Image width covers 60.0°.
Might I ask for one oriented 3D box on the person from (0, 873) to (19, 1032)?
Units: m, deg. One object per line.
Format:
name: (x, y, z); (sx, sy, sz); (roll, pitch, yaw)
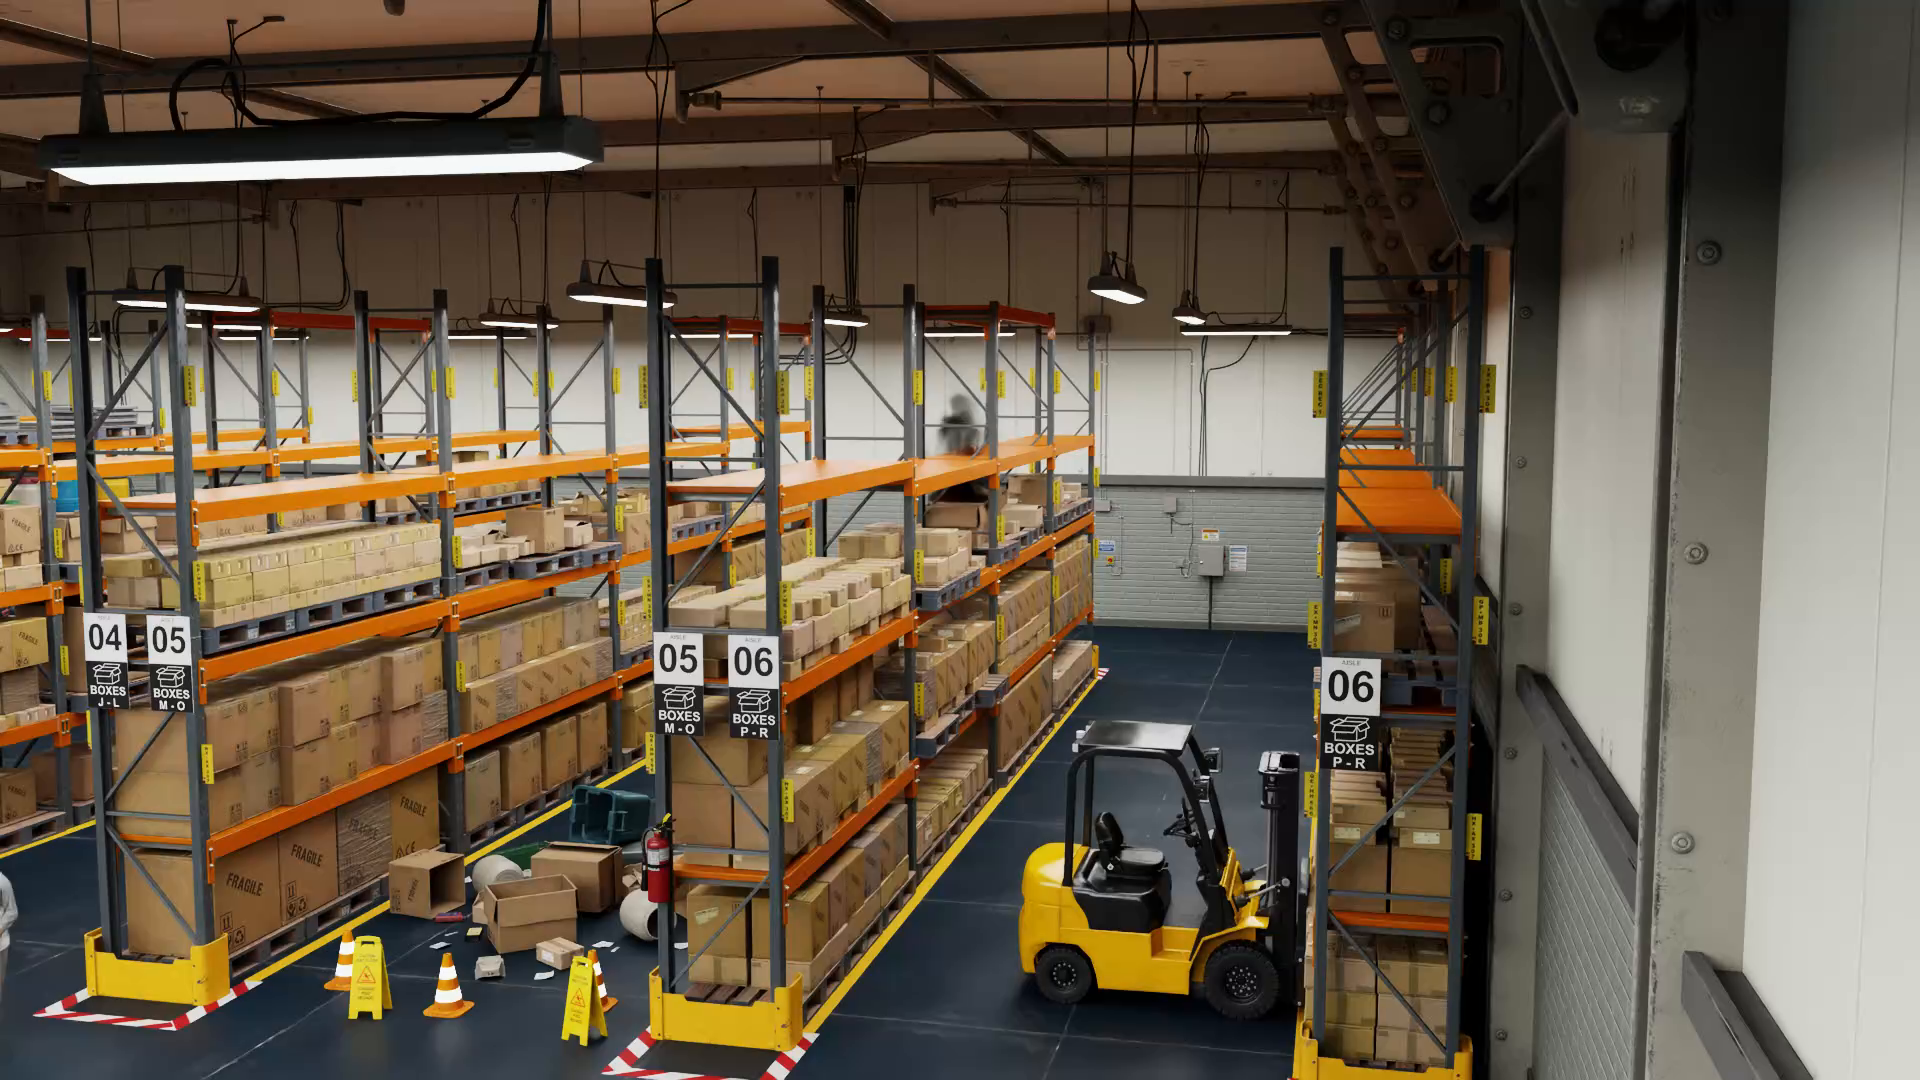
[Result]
person: (-7.321, 3.048, 12.348); (0.600, 1.731, 0.733); (-3, 6, -27)
